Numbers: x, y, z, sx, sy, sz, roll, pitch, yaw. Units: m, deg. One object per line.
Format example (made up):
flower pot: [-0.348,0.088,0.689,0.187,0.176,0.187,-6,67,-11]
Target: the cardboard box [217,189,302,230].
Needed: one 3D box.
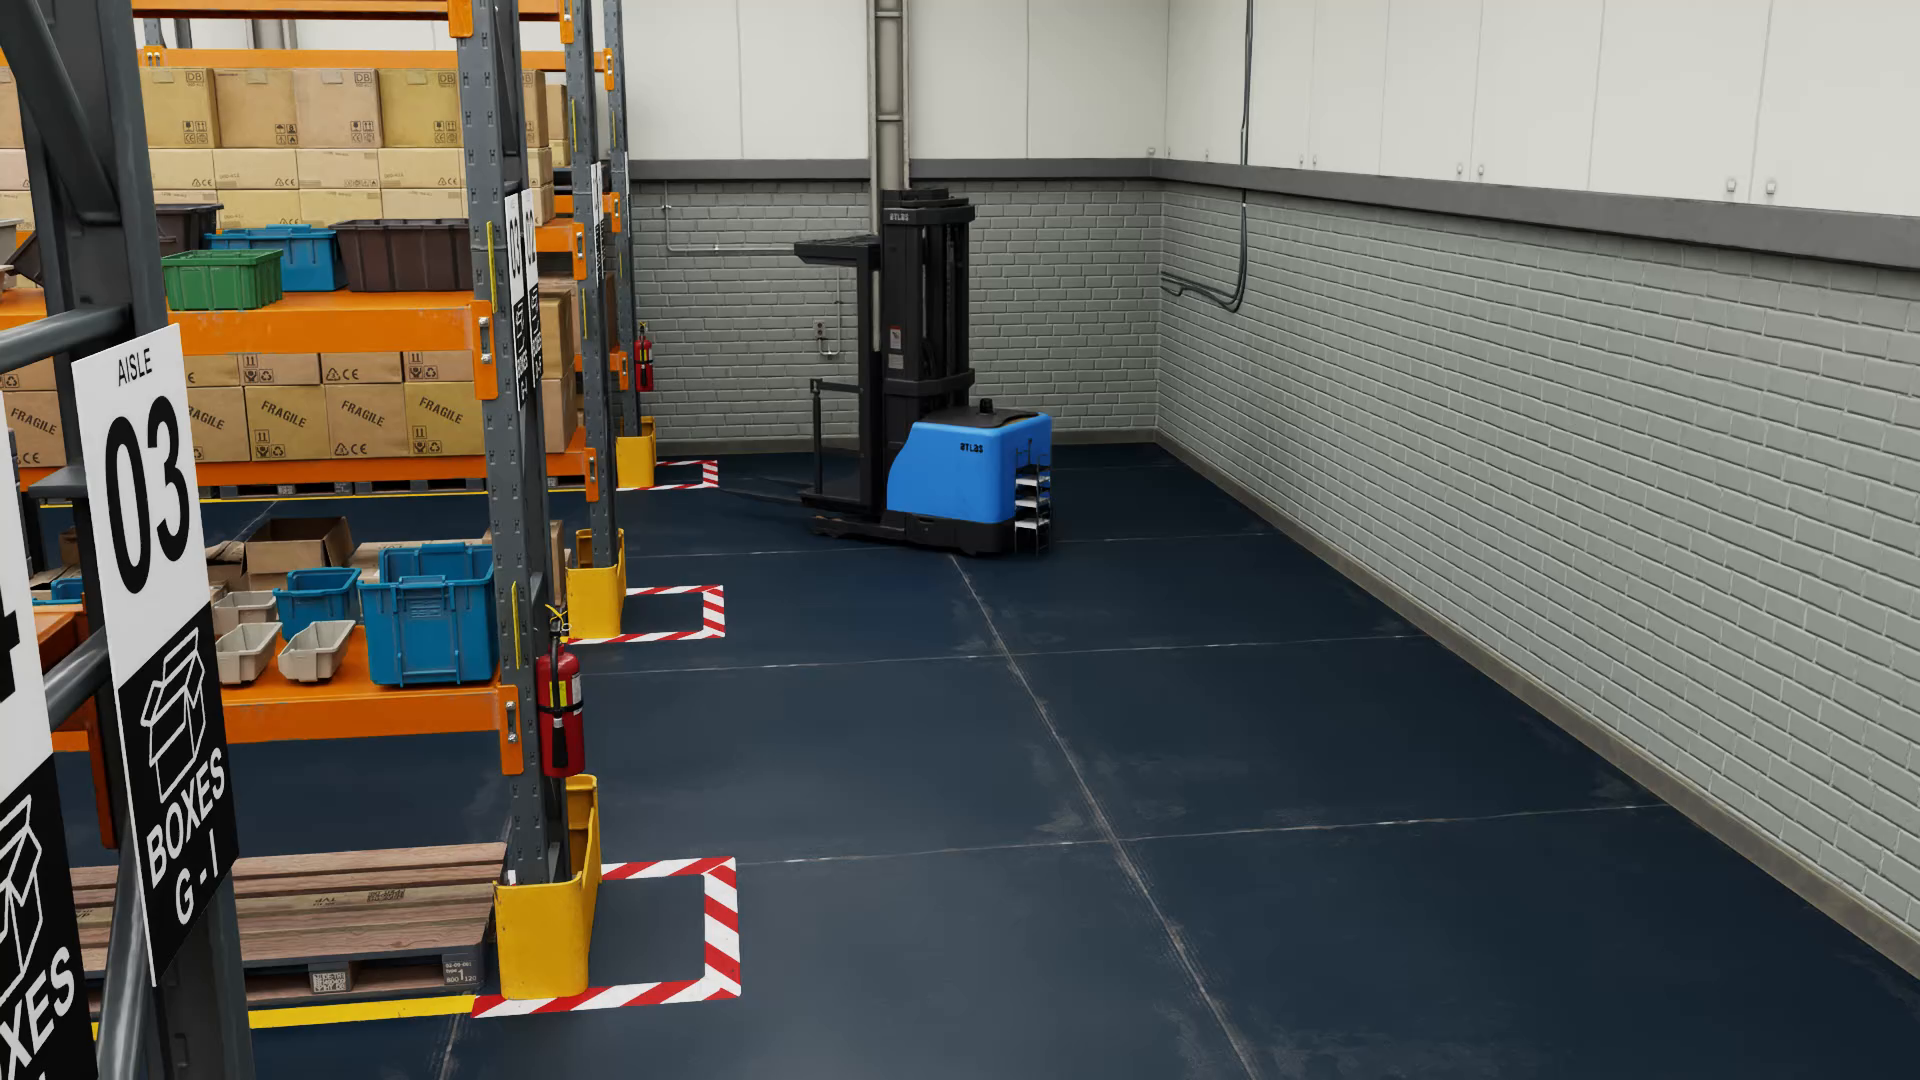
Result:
cardboard box: [-4.495,-2.164,10.827,0.500,0.250,0.500,-2,14,-8]

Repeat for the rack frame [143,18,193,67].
rack frame: [-7.238,-4.871,15.147,0.127,3.000,1.000,-2,14,-8]

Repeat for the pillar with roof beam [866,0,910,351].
pillar with roof beam: [-0.100,-4.287,12.816,0.400,9.000,9.100,-2,14,-8]

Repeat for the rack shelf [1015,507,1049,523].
rack shelf: [0.604,-0.212,13.726,0.200,0.077,0.258,8,16,30]

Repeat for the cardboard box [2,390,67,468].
cardboard box: [-5.952,-0.772,10.926,0.500,0.500,0.500,-2,14,-7]

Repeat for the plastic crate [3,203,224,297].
plastic crate: [-3.358,-1.159,6.638,0.767,0.338,0.504,-2,14,-8]

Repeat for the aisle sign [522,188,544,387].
aisle sign: [-1.780,-1.058,6.932,0.004,0.787,0.394,-2,14,-8]

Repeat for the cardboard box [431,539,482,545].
cardboard box: [-3.615,0.175,12.106,0.500,0.250,0.500,-2,14,-8]

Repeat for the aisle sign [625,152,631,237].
aisle sign: [-3.167,-3.298,15.861,0.004,0.787,0.394,-2,14,-8]

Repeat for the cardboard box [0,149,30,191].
cardboard box: [-5.978,-2.353,10.551,0.500,0.250,0.500,-2,14,-8]

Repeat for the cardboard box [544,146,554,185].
cardboard box: [-3.088,-2.584,11.472,0.500,0.250,0.500,-2,14,-8]

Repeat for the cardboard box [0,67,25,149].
cardboard box: [-6.021,-2.785,10.734,0.500,0.500,0.700,-2,14,-8]

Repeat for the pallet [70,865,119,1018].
pallet: [-3.832,1.693,7.037,1.213,0.211,1.003,-2,14,-8]

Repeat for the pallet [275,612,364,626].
pallet: [-4.608,0.513,11.743,1.213,0.211,1.003,-2,14,-8]

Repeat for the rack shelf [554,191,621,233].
rack shelf: [-5.260,-3.140,15.888,4.000,0.370,1.077,-2,14,-8]

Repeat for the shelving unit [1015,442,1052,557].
shelving unit: [0.604,-0.332,13.696,0.210,0.900,0.258,8,16,30]

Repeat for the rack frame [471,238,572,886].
rack frame: [-1.807,0.277,6.953,0.127,3.000,1.000,-2,14,-8]

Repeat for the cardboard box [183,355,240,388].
cardboard box: [-4.970,-1.290,10.939,0.500,0.500,0.500,-3,14,-10]

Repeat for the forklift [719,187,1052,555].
forklift: [-0.735,-1.541,14.343,3.031,2.935,1.130,8,16,30]

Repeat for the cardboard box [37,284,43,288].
cardboard box: [-8.169,-2.433,15.357,0.500,0.250,0.500,-2,14,-7]

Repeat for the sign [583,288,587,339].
sign: [-2.478,-1.496,10.990,0.005,0.325,0.100,-2,14,-8]

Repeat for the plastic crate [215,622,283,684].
plastic crate: [-2.875,0.456,6.658,0.243,0.136,0.396,-2,14,-8]

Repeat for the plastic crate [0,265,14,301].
plastic crate: [-3.813,-0.916,6.083,0.530,0.136,0.437,-2,14,-8]

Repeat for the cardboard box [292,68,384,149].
cardboard box: [-4.032,-2.839,10.949,0.500,0.500,0.700,-2,14,-8]

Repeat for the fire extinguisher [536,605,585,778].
fire extinguisher: [-1.590,0.599,6.593,0.183,0.674,0.296,-2,14,-8]

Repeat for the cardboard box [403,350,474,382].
cardboard box: [-3.440,-1.348,11.168,0.500,0.500,0.500,-2,14,-7]

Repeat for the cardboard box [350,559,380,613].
cardboard box: [-3.986,0.311,11.562,0.500,0.250,0.500,-2,14,-8]

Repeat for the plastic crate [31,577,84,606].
plastic crate: [-3.699,0.317,7.012,0.300,0.233,0.416,-2,14,-8]

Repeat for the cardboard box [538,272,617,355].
cardboard box: [-3.785,-2.231,16.335,0.700,0.700,0.980,-1,14,-6]

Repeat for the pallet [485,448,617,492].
pallet: [-4.062,-0.706,16.603,1.213,0.211,1.003,-2,14,-8]

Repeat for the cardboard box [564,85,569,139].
cardboard box: [-4.040,-4.136,16.080,0.500,0.500,0.500,-3,14,-10]

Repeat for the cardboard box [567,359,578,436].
cardboard box: [-3.019,-1.011,11.881,0.500,0.500,0.500,-2,14,-7]

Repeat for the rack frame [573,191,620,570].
rack frame: [-2.541,-0.915,11.704,0.127,3.000,1.000,-2,14,-8]

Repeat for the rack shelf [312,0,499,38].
rack shelf: [-3.784,-2.018,6.070,4.000,0.370,1.077,-2,14,-8]

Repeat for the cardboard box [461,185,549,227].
cardboard box: [-3.010,-2.215,11.030,0.500,0.250,0.500,-2,14,-8]

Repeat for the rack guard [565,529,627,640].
rack guard: [-2.616,0.300,11.997,0.348,0.500,1.175,-2,14,-8]

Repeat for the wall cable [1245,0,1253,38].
wall cable: [2.766,-5.428,13.368,0.112,2.526,3.097,-2,14,-8]

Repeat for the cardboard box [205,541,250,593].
cardboard box: [-5.234,0.205,11.862,0.500,0.311,0.500,-2,14,-8]

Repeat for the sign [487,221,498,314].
sign: [-1.709,-0.996,6.075,0.005,0.325,0.100,-2,14,-8]

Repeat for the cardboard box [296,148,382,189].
cardboard box: [-4.000,-2.424,10.837,0.500,0.250,0.500,-2,14,-8]

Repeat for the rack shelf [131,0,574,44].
rack shelf: [-4.519,-3.402,10.773,4.000,0.370,1.077,-2,14,-8]

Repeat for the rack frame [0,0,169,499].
rack frame: [-1.069,-1.442,1.472,0.127,3.000,1.000,-2,14,-8]

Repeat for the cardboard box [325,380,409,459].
cardboard box: [-3.950,-0.845,11.221,0.500,0.500,0.500,-2,14,-8]

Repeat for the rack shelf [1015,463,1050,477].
rack shelf: [0.604,-0.562,13.638,0.200,0.077,0.258,8,16,30]

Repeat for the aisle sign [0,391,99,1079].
aisle sign: [-0.953,0.277,1.608,0.004,0.787,0.394,-2,14,-8]
